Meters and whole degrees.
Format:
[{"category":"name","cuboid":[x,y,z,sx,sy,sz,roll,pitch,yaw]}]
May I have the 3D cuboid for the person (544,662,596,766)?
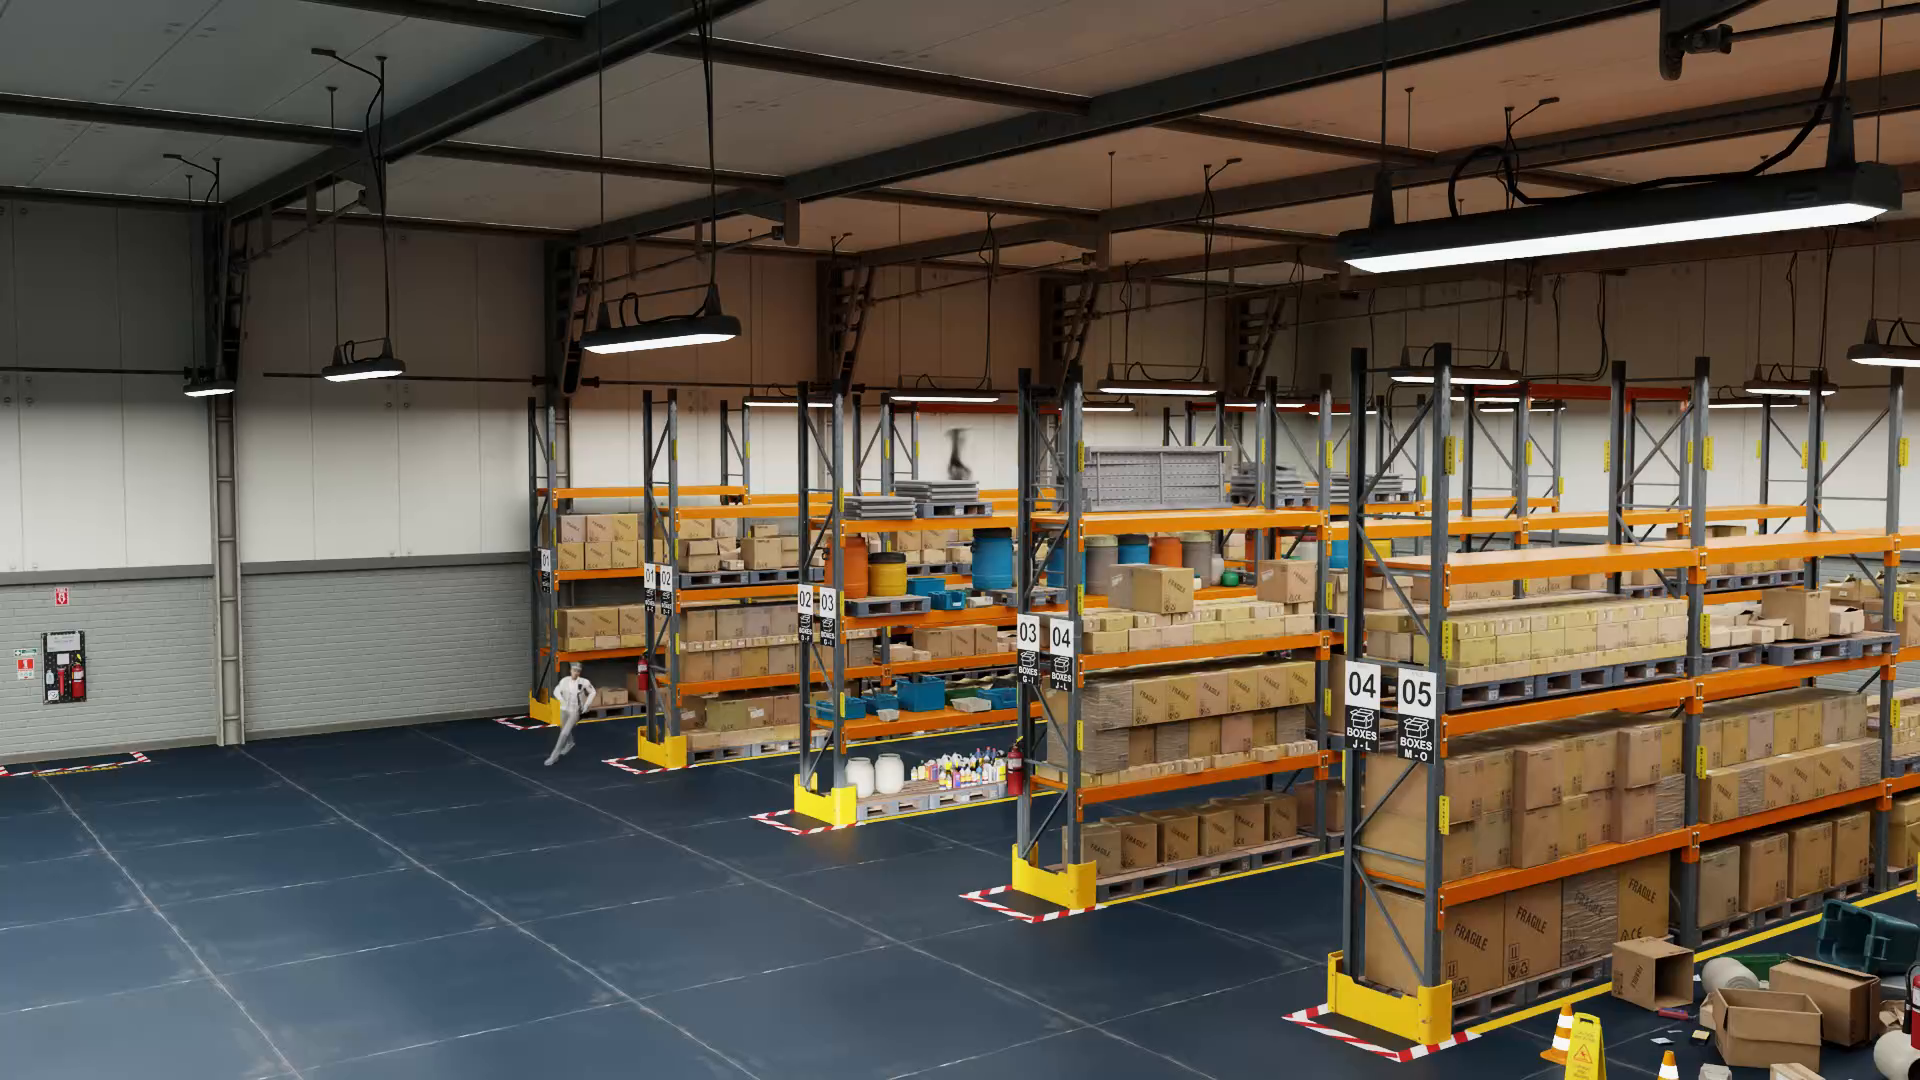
[{"category":"person","cuboid":[-6.265,2.760,26.847,0.689,1.629,0.964,1,3,11]}]
